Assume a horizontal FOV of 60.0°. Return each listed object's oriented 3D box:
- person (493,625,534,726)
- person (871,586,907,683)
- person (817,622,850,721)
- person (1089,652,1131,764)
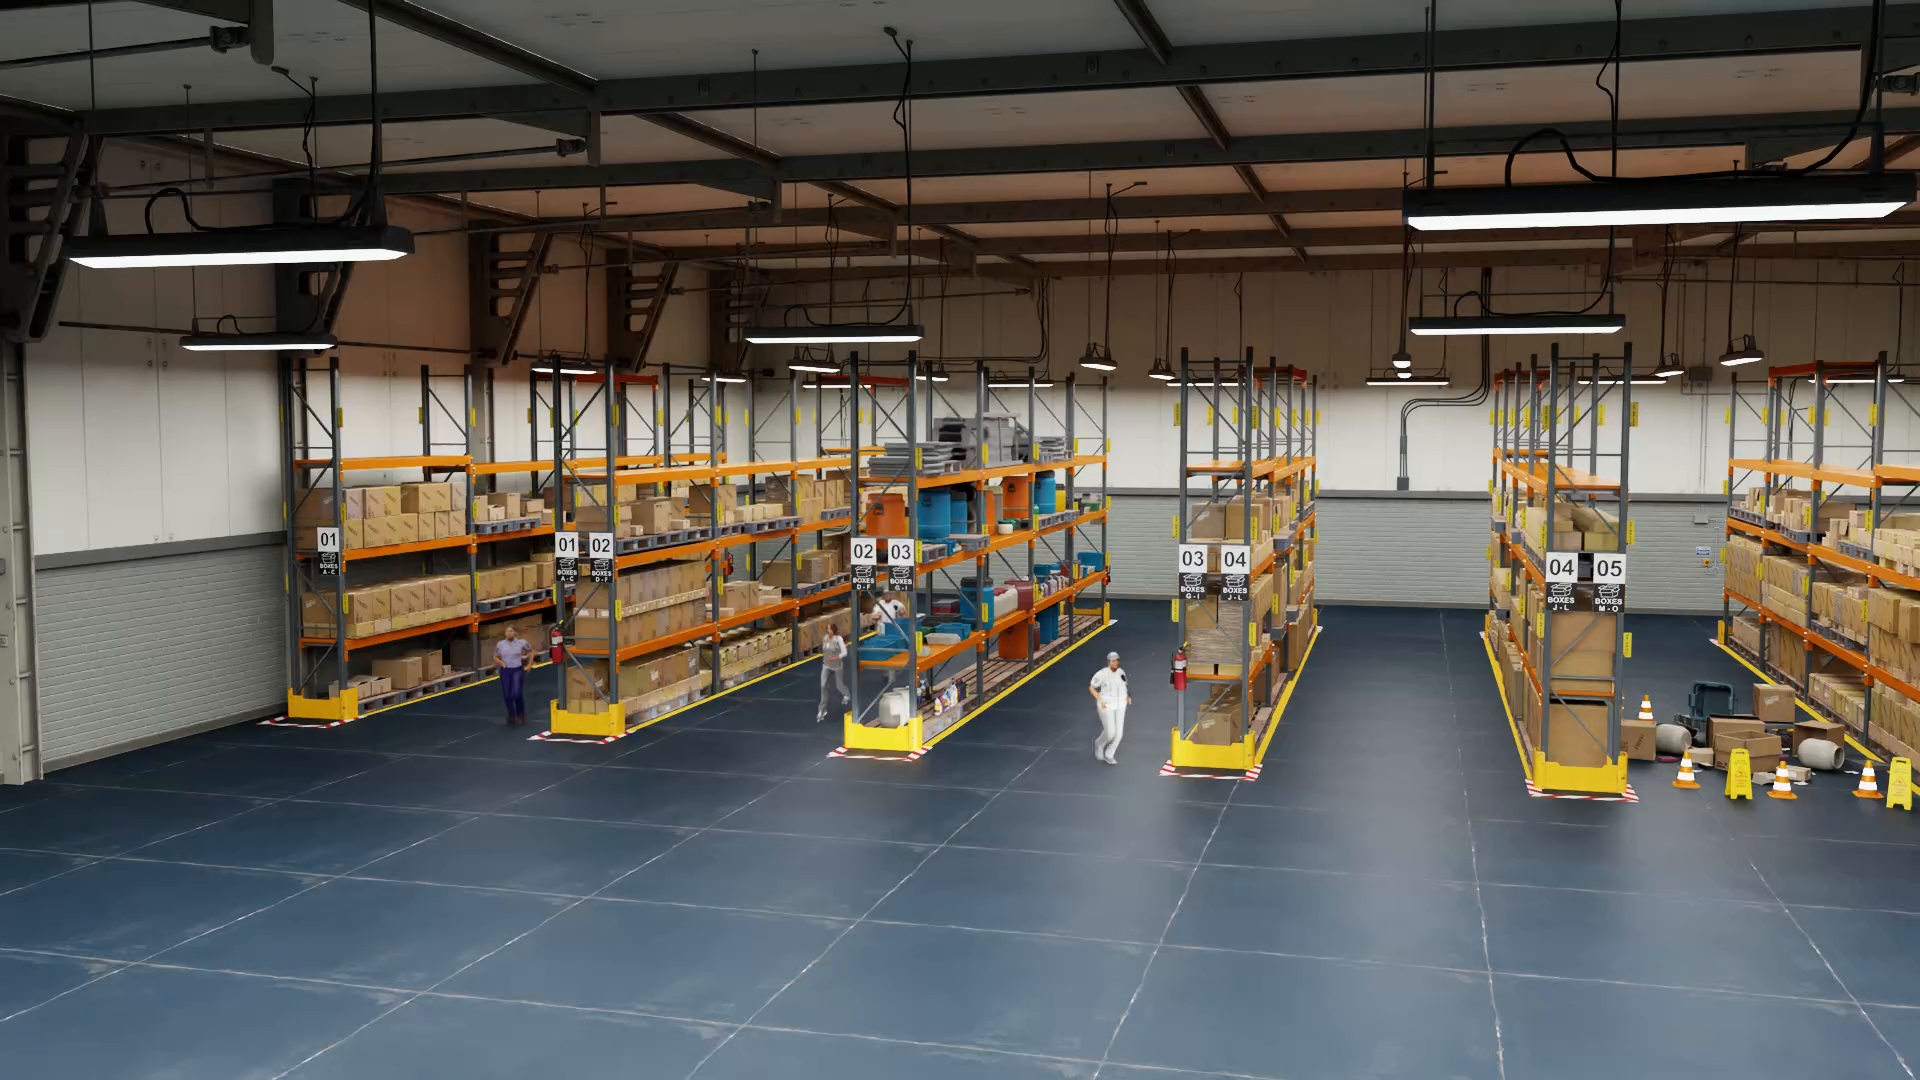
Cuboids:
[{"bbox_3d":[-7.277,2.217,27.075,0.621,1.683,0.679,0,4,-4],"label":"person"},{"bbox_3d":[-1.365,1.788,31.695,0.642,1.840,0.762,1,4,9],"label":"person"},{"bbox_3d":[-2.100,2.167,27.883,0.506,1.600,1.033,1,4,19],"label":"person"},{"bbox_3d":[2.213,2.429,23.985,0.581,1.622,0.505,-2,5,-24],"label":"person"}]
